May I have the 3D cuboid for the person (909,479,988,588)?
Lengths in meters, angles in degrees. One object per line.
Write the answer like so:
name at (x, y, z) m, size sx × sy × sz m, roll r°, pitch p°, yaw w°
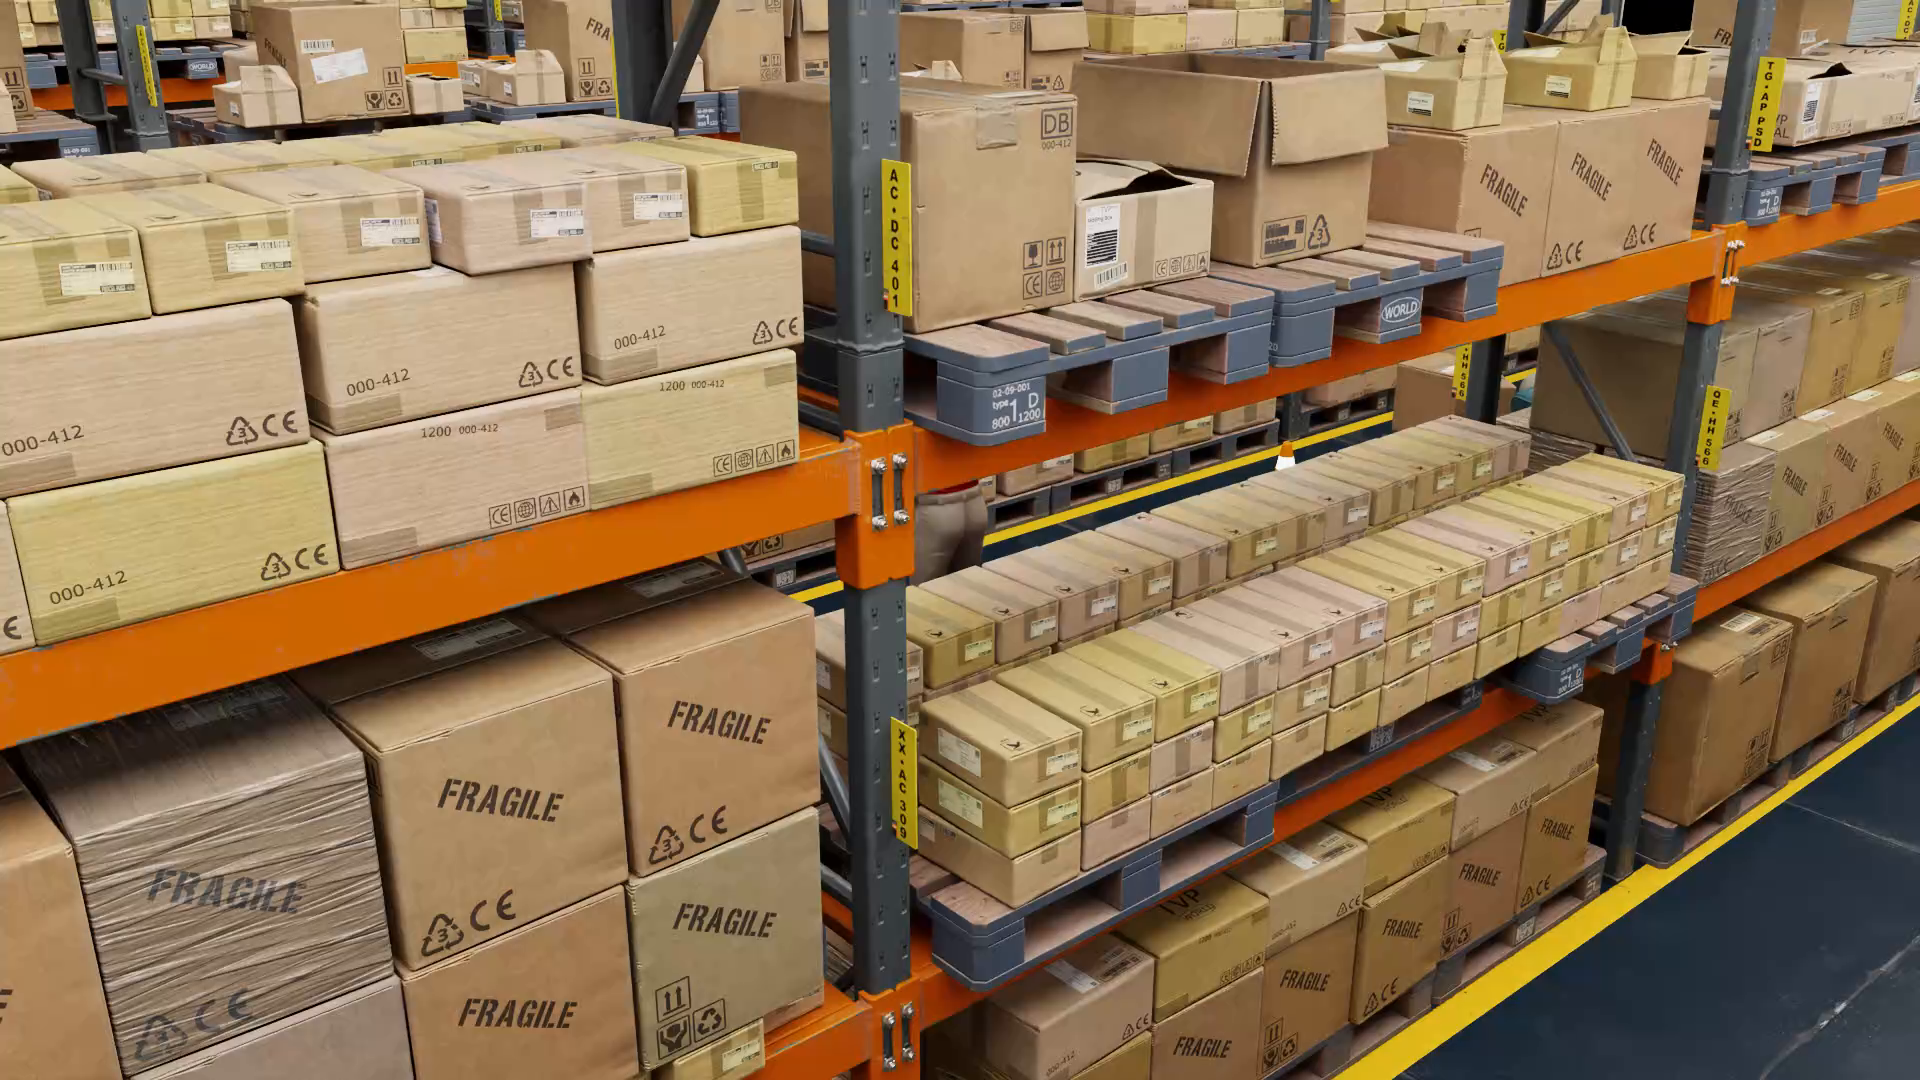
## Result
person at (-0.136, -0.129, 8.958) m, size 0.493 × 1.712 × 0.537 m, roll -17°, pitch 27°, yaw -37°
